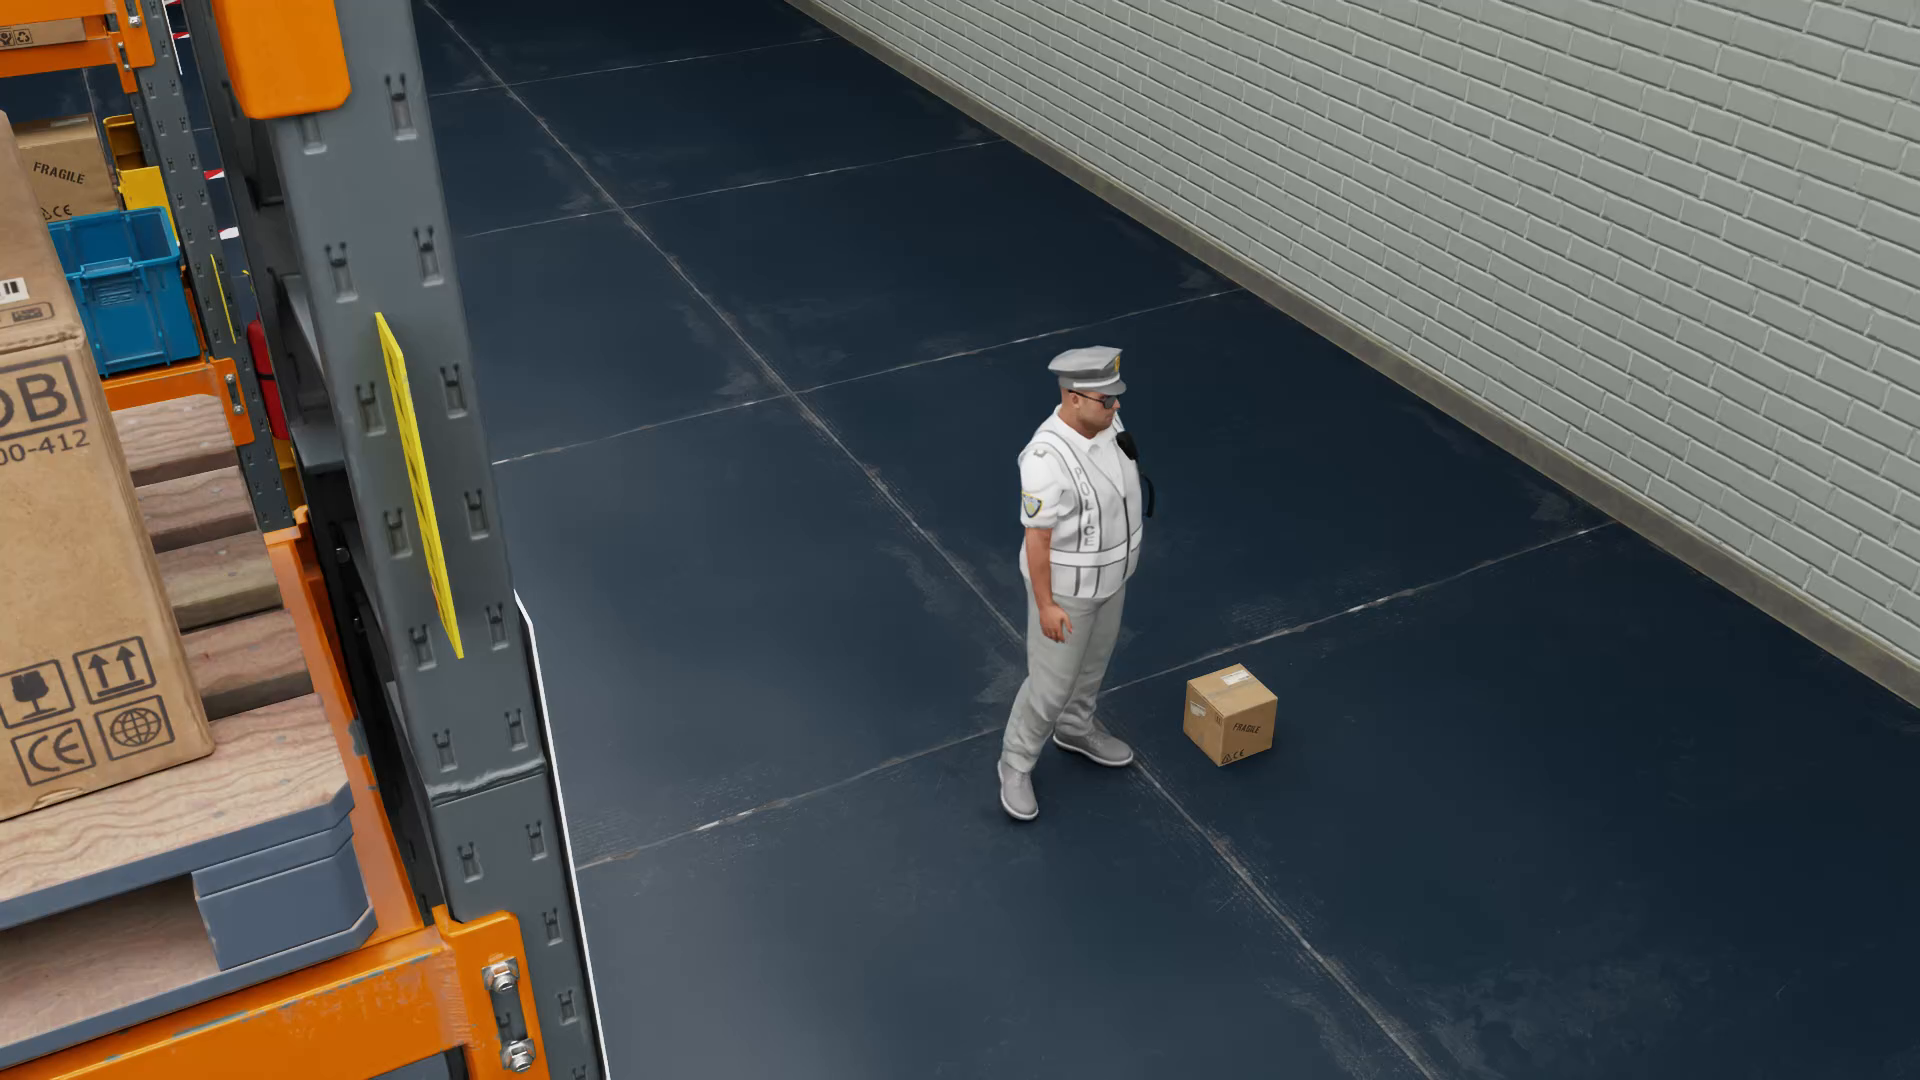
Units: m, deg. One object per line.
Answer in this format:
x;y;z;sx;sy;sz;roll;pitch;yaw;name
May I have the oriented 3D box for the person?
0.393;0.140;5.898;0.399;1.757;0.708;22;39;30;person
